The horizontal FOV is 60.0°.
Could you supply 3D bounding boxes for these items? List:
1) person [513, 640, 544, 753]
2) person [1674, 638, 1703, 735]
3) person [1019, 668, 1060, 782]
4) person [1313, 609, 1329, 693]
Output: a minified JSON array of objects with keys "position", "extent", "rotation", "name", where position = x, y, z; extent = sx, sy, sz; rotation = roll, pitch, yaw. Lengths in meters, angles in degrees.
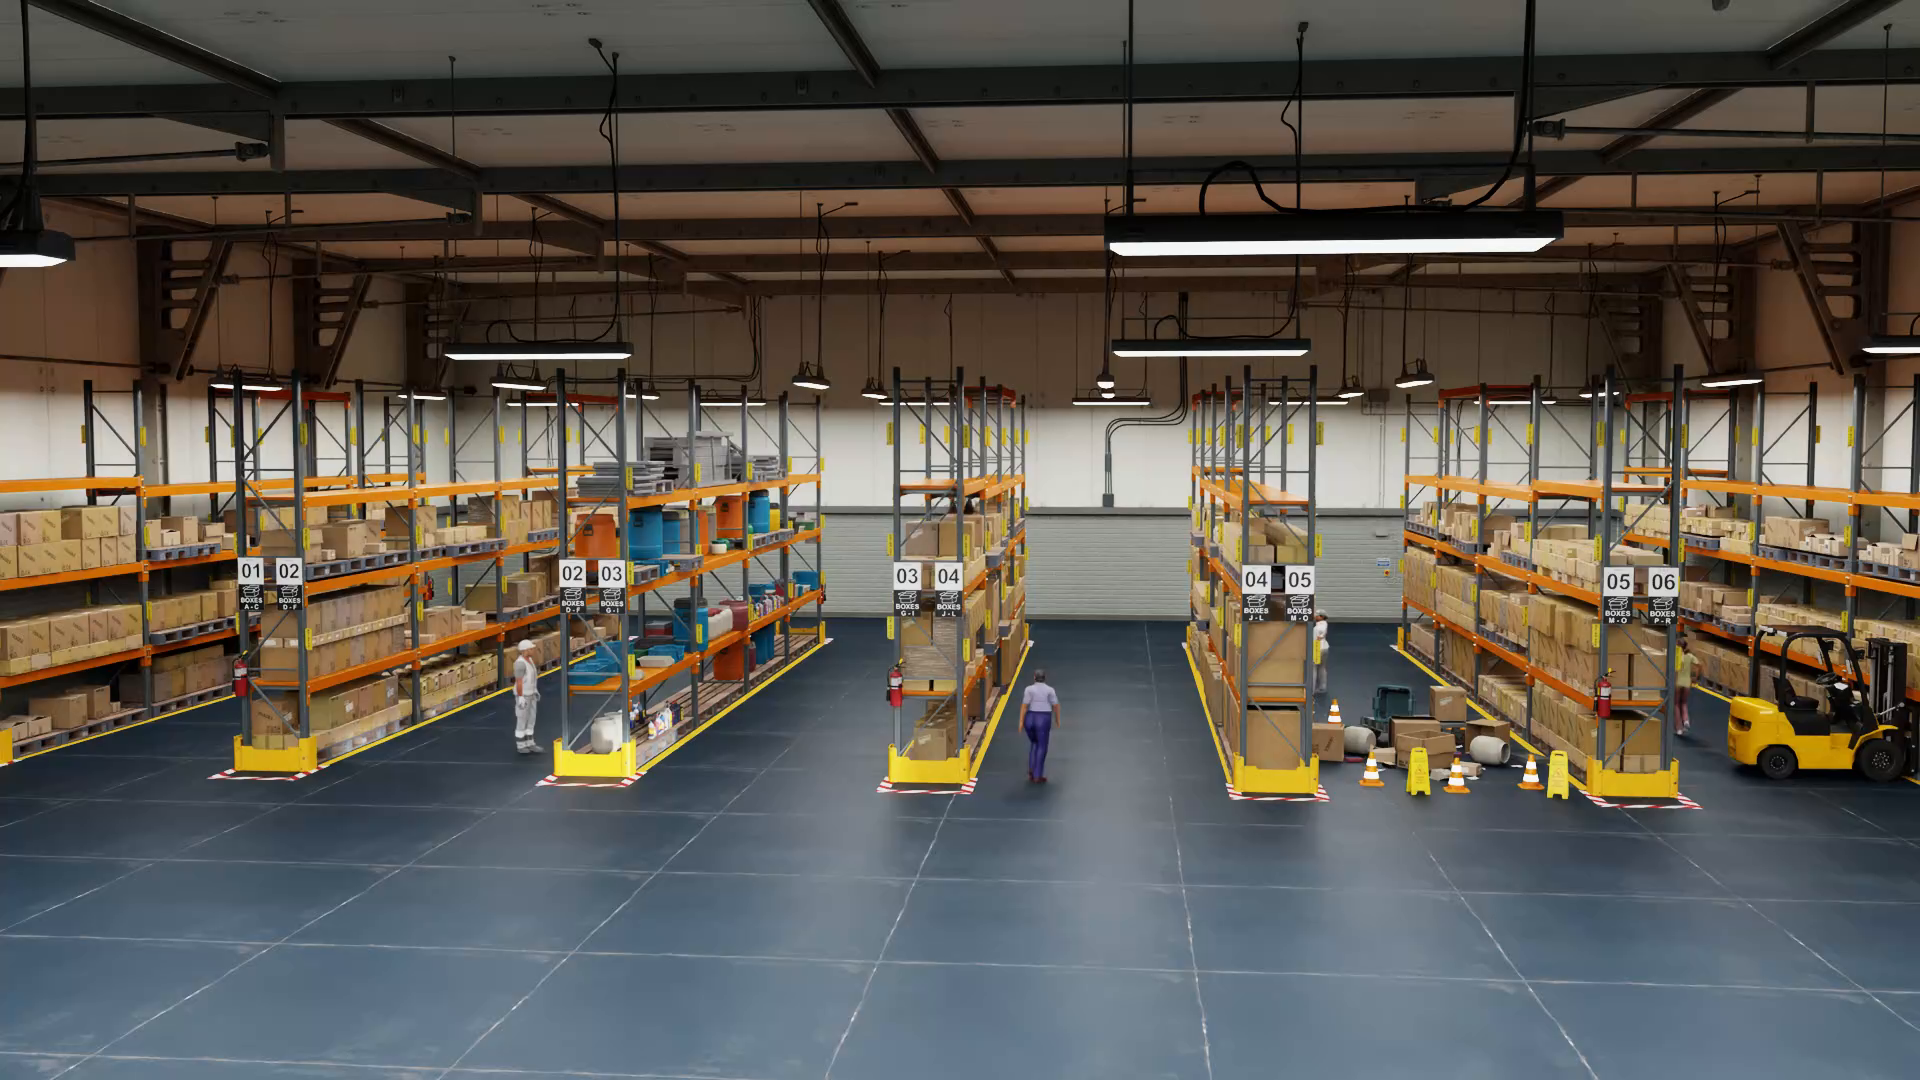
[{"position":[-6.852,2.468,26.277],"extent":[0.374,1.797,0.559],"rotation":[1,4,14],"name":"person"},{"position":[12.166,2.461,27.955],"extent":[0.577,1.637,0.477],"rotation":[0,4,6],"name":"person"},{"position":[1.184,2.699,24.140],"extent":[0.479,1.705,0.582],"rotation":[3,5,38],"name":"person"},{"position":[6.926,2.175,32.354],"extent":[0.461,1.668,0.592],"rotation":[2,4,33],"name":"person"}]
